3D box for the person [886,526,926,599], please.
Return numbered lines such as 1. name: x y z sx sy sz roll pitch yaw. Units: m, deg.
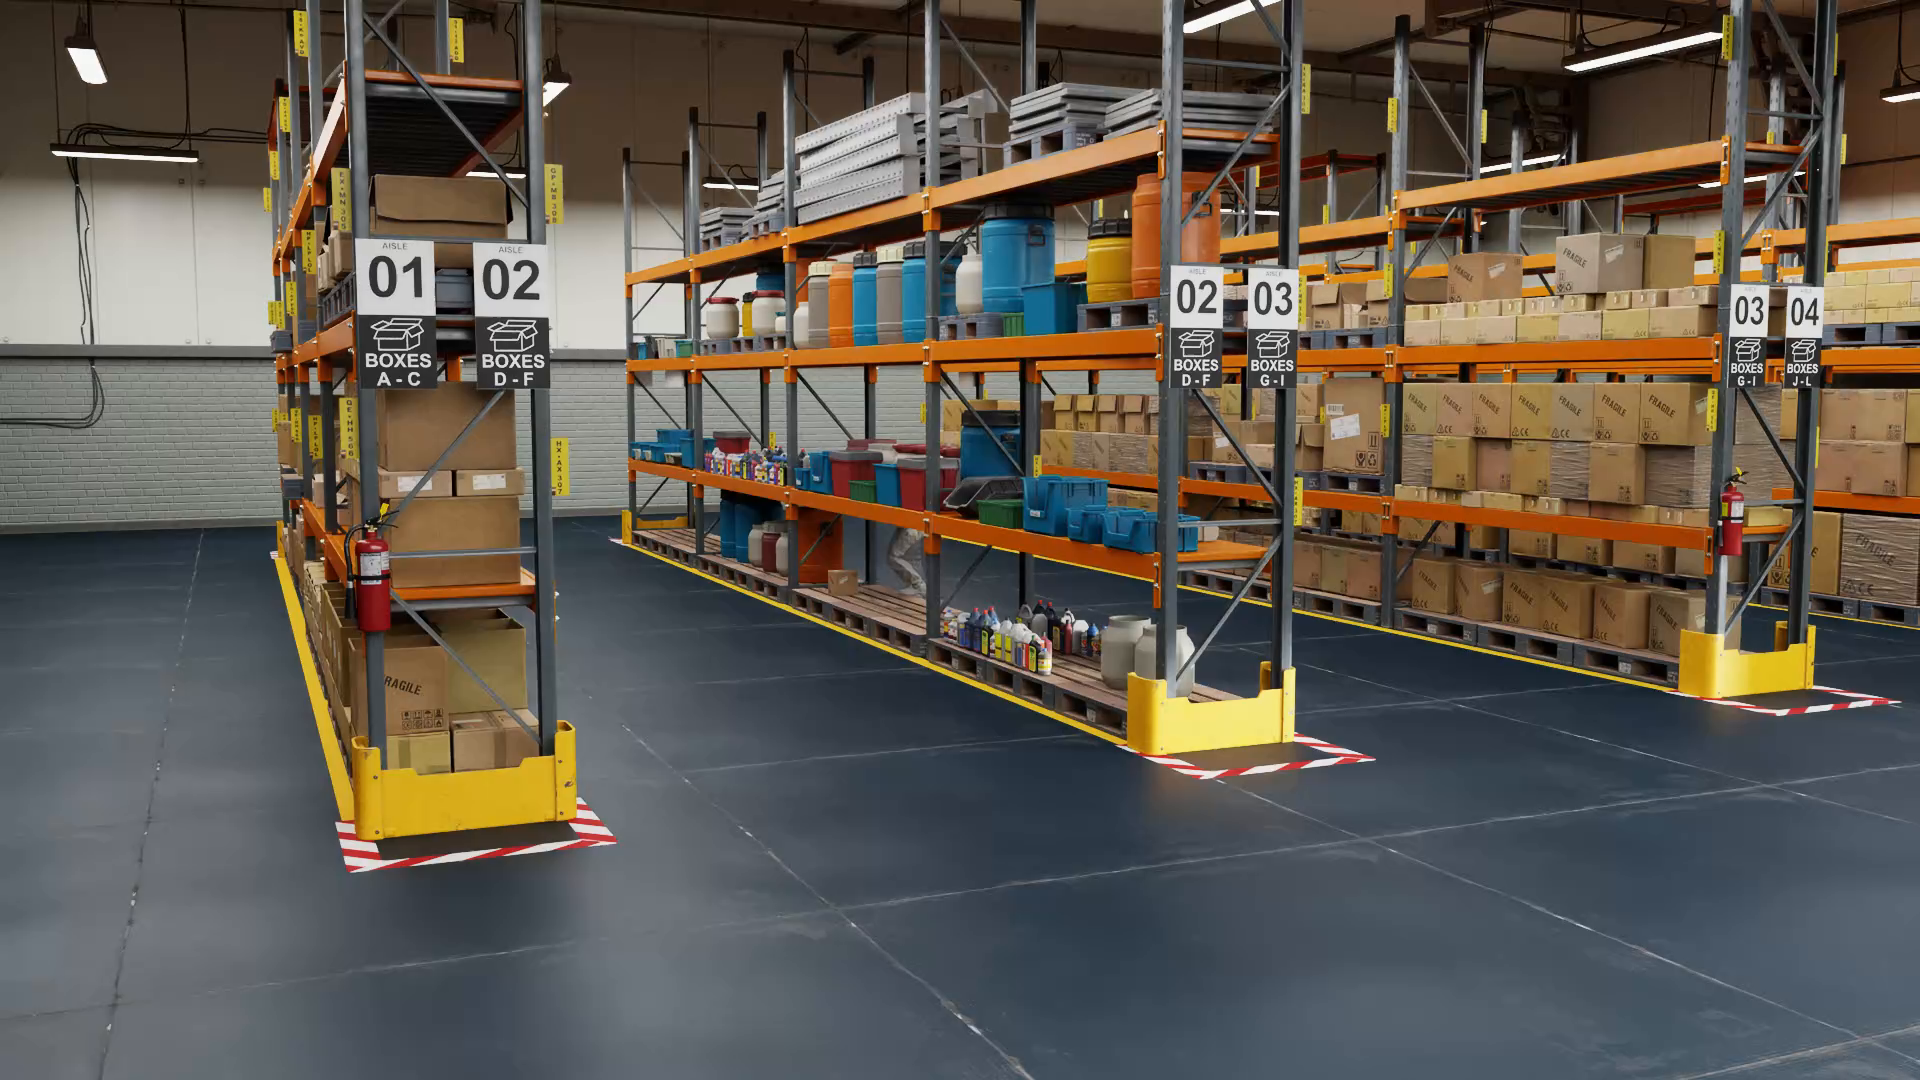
1. person: -0.569 -0.124 17.724 0.465 1.787 0.545 -1 5 -6
